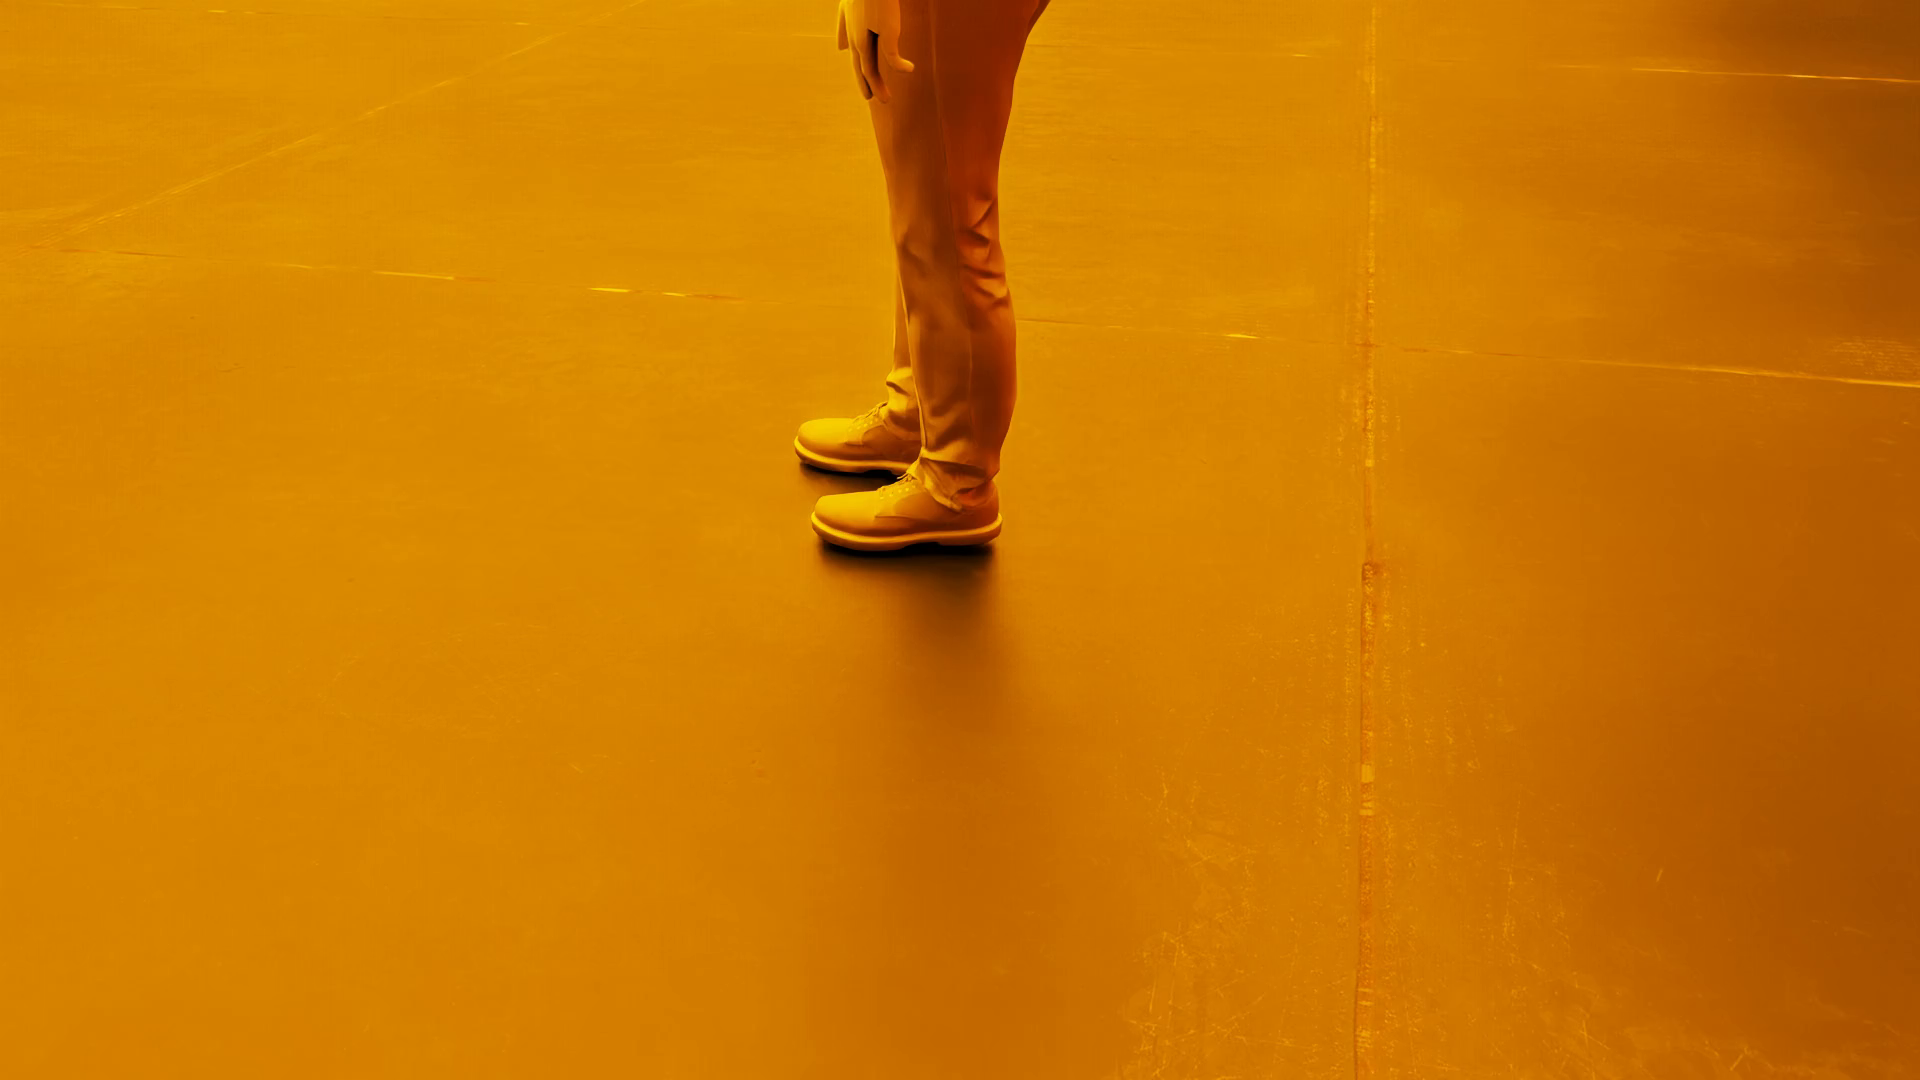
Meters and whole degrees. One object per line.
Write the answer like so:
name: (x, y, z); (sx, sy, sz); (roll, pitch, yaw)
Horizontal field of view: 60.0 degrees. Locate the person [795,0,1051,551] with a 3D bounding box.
person: (-0.066, -0.773, 2.135); (0.530, 1.694, 0.586); (6, 27, 11)
